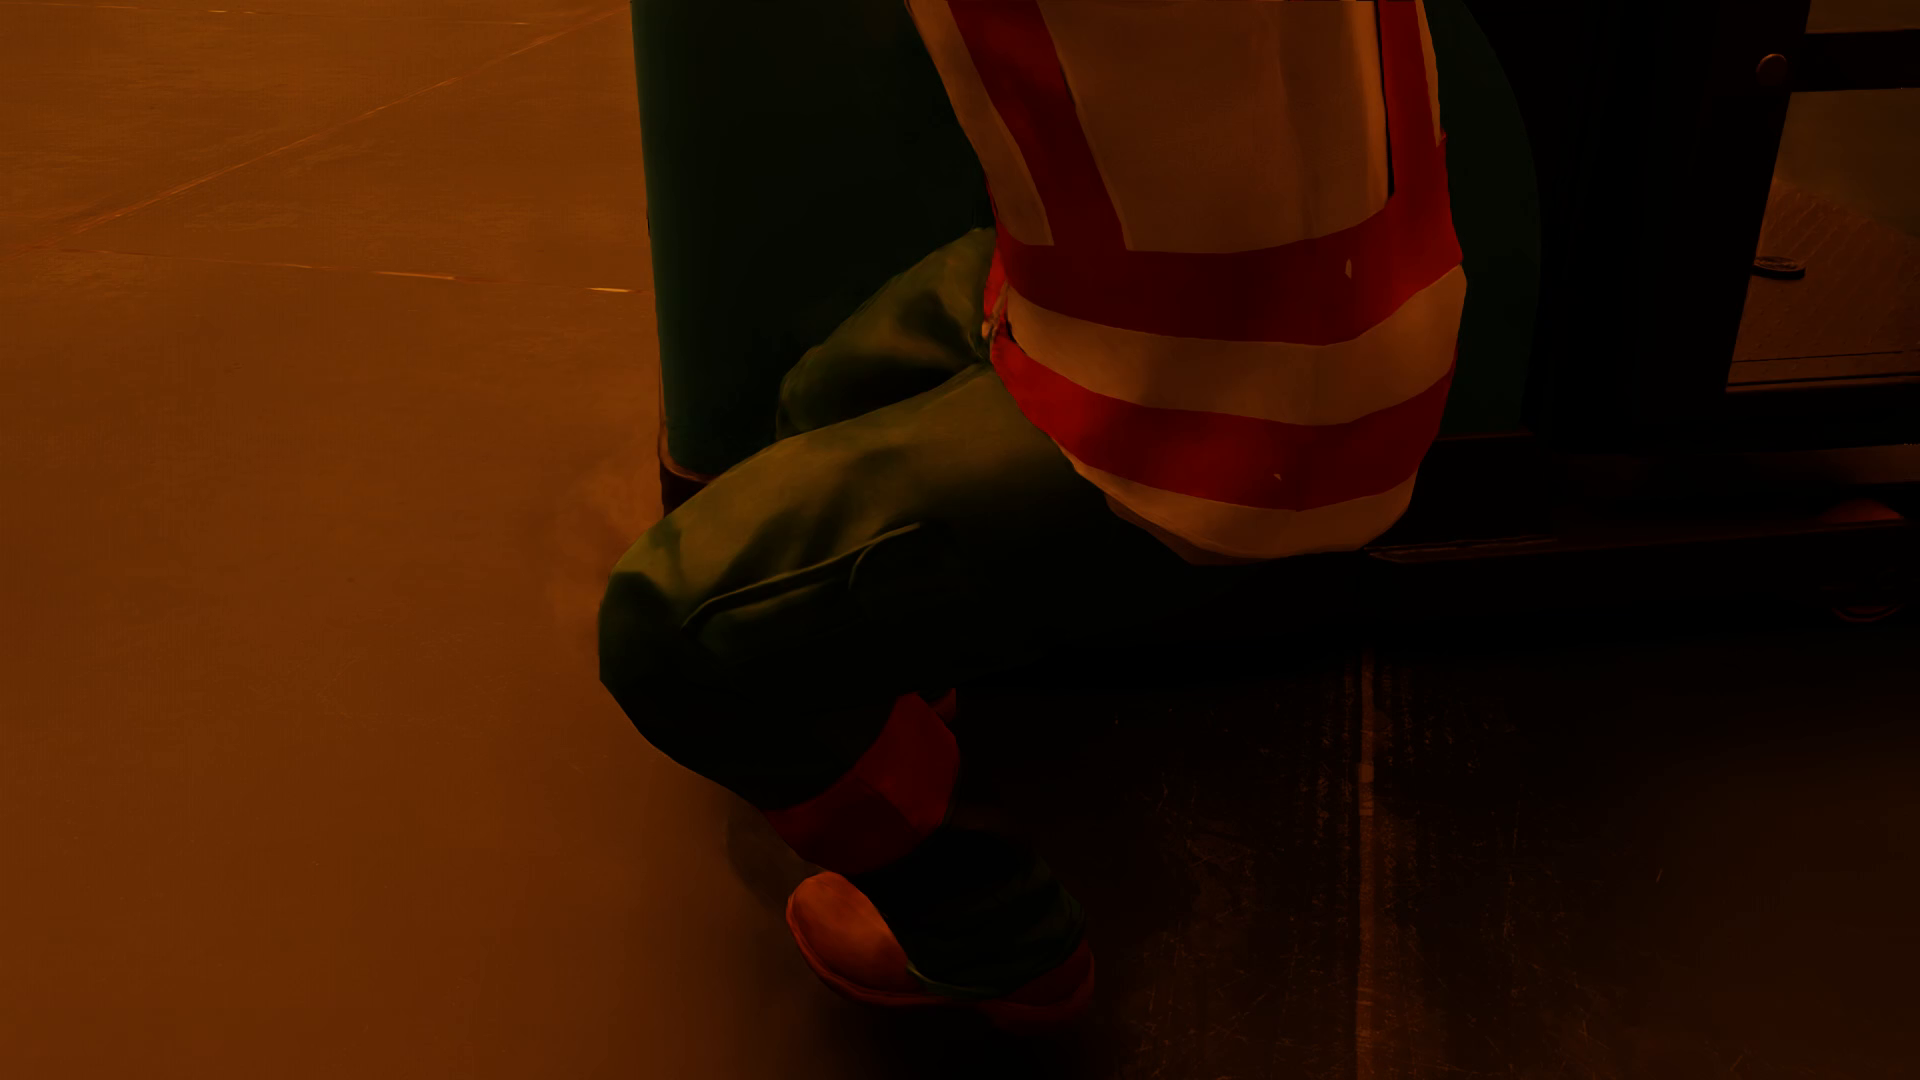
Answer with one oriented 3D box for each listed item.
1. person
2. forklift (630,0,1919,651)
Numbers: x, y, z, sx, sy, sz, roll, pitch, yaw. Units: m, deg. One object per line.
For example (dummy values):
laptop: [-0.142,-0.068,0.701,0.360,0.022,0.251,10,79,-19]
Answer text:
person: [-0.074,-0.148,1.146,0.810,1.472,1.613,-1,27,-3]
forklift: [1.066,-1.427,2.075,3.031,2.935,1.130,-4,27,-8]
